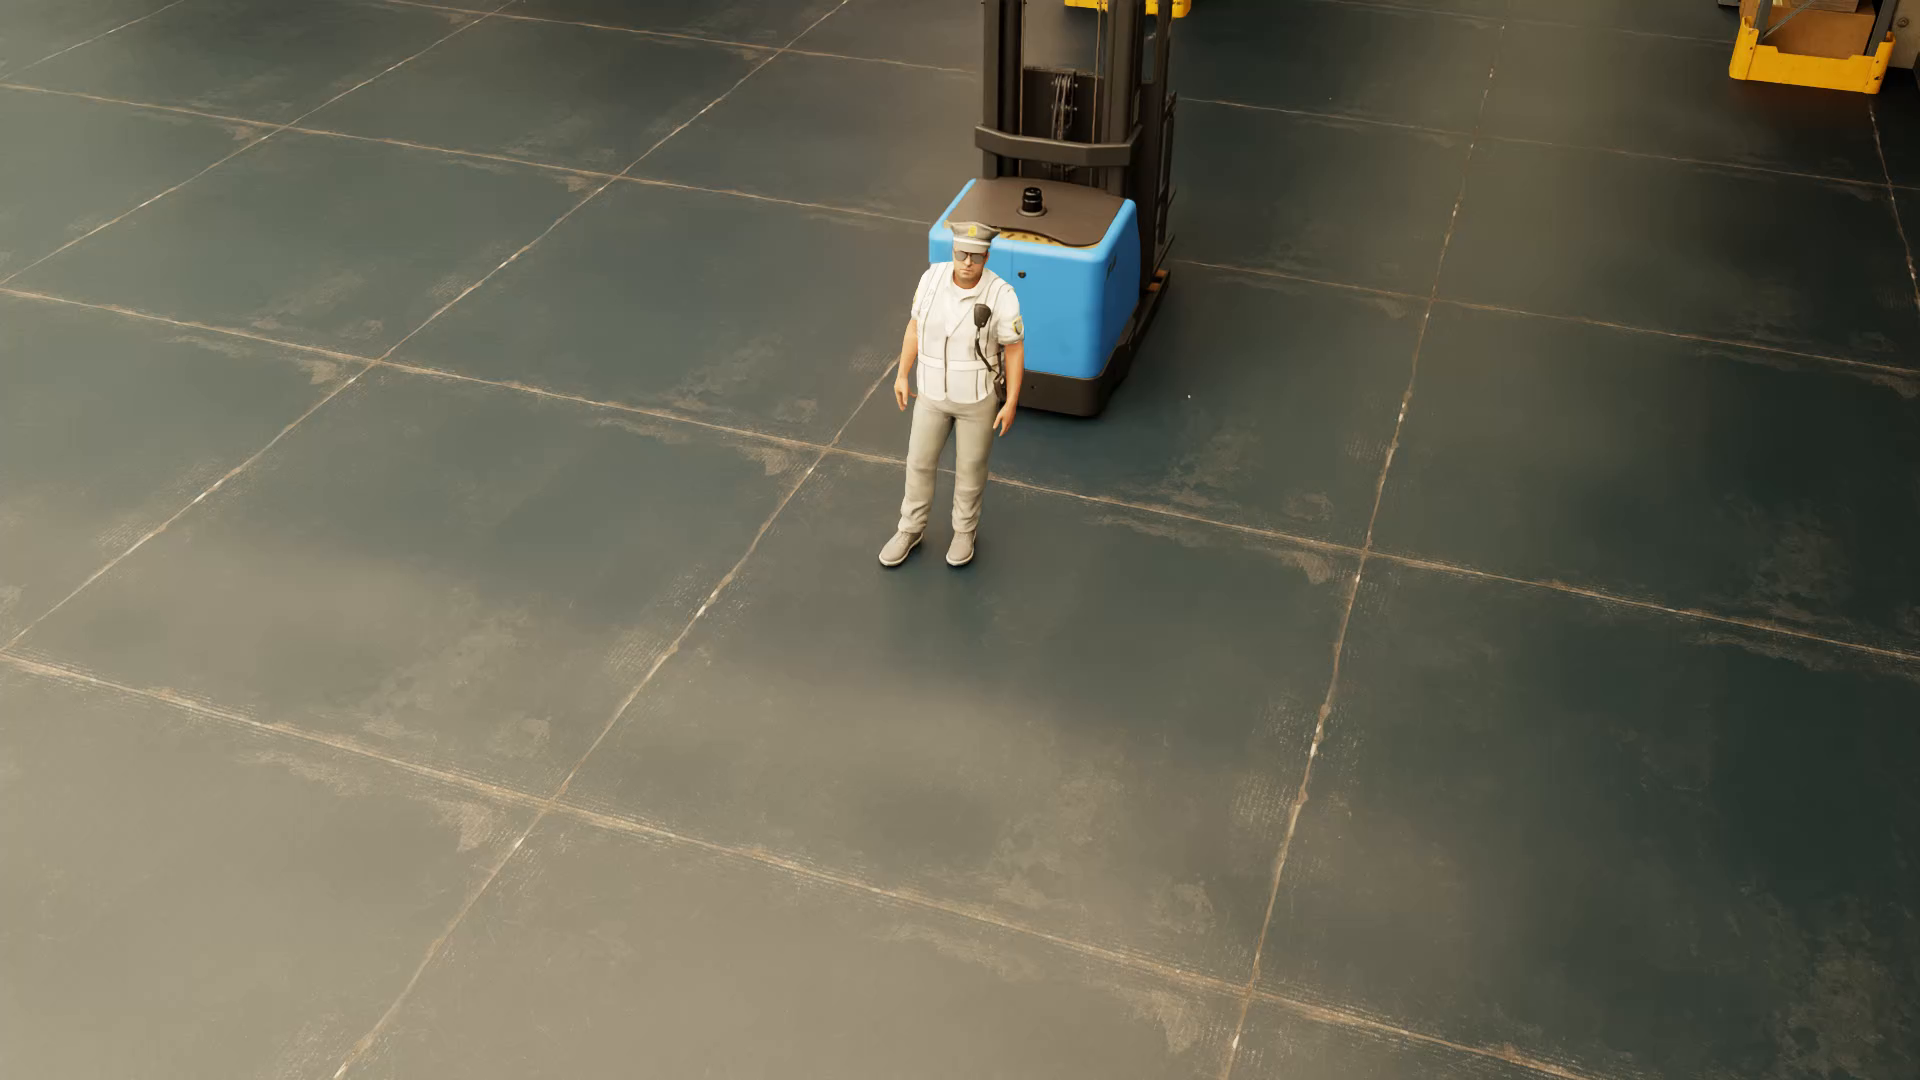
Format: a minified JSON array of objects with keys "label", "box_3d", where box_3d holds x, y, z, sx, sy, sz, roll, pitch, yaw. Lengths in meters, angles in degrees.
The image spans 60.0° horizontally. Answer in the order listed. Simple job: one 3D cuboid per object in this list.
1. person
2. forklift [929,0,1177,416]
[{"label":"person","box_3d":[-0.037,-0.693,8.069,0.640,1.781,0.575,12,37,16]},{"label":"forklift","box_3d":[0.748,-2.757,9.999,1.130,2.935,3.031,11,37,15]}]
